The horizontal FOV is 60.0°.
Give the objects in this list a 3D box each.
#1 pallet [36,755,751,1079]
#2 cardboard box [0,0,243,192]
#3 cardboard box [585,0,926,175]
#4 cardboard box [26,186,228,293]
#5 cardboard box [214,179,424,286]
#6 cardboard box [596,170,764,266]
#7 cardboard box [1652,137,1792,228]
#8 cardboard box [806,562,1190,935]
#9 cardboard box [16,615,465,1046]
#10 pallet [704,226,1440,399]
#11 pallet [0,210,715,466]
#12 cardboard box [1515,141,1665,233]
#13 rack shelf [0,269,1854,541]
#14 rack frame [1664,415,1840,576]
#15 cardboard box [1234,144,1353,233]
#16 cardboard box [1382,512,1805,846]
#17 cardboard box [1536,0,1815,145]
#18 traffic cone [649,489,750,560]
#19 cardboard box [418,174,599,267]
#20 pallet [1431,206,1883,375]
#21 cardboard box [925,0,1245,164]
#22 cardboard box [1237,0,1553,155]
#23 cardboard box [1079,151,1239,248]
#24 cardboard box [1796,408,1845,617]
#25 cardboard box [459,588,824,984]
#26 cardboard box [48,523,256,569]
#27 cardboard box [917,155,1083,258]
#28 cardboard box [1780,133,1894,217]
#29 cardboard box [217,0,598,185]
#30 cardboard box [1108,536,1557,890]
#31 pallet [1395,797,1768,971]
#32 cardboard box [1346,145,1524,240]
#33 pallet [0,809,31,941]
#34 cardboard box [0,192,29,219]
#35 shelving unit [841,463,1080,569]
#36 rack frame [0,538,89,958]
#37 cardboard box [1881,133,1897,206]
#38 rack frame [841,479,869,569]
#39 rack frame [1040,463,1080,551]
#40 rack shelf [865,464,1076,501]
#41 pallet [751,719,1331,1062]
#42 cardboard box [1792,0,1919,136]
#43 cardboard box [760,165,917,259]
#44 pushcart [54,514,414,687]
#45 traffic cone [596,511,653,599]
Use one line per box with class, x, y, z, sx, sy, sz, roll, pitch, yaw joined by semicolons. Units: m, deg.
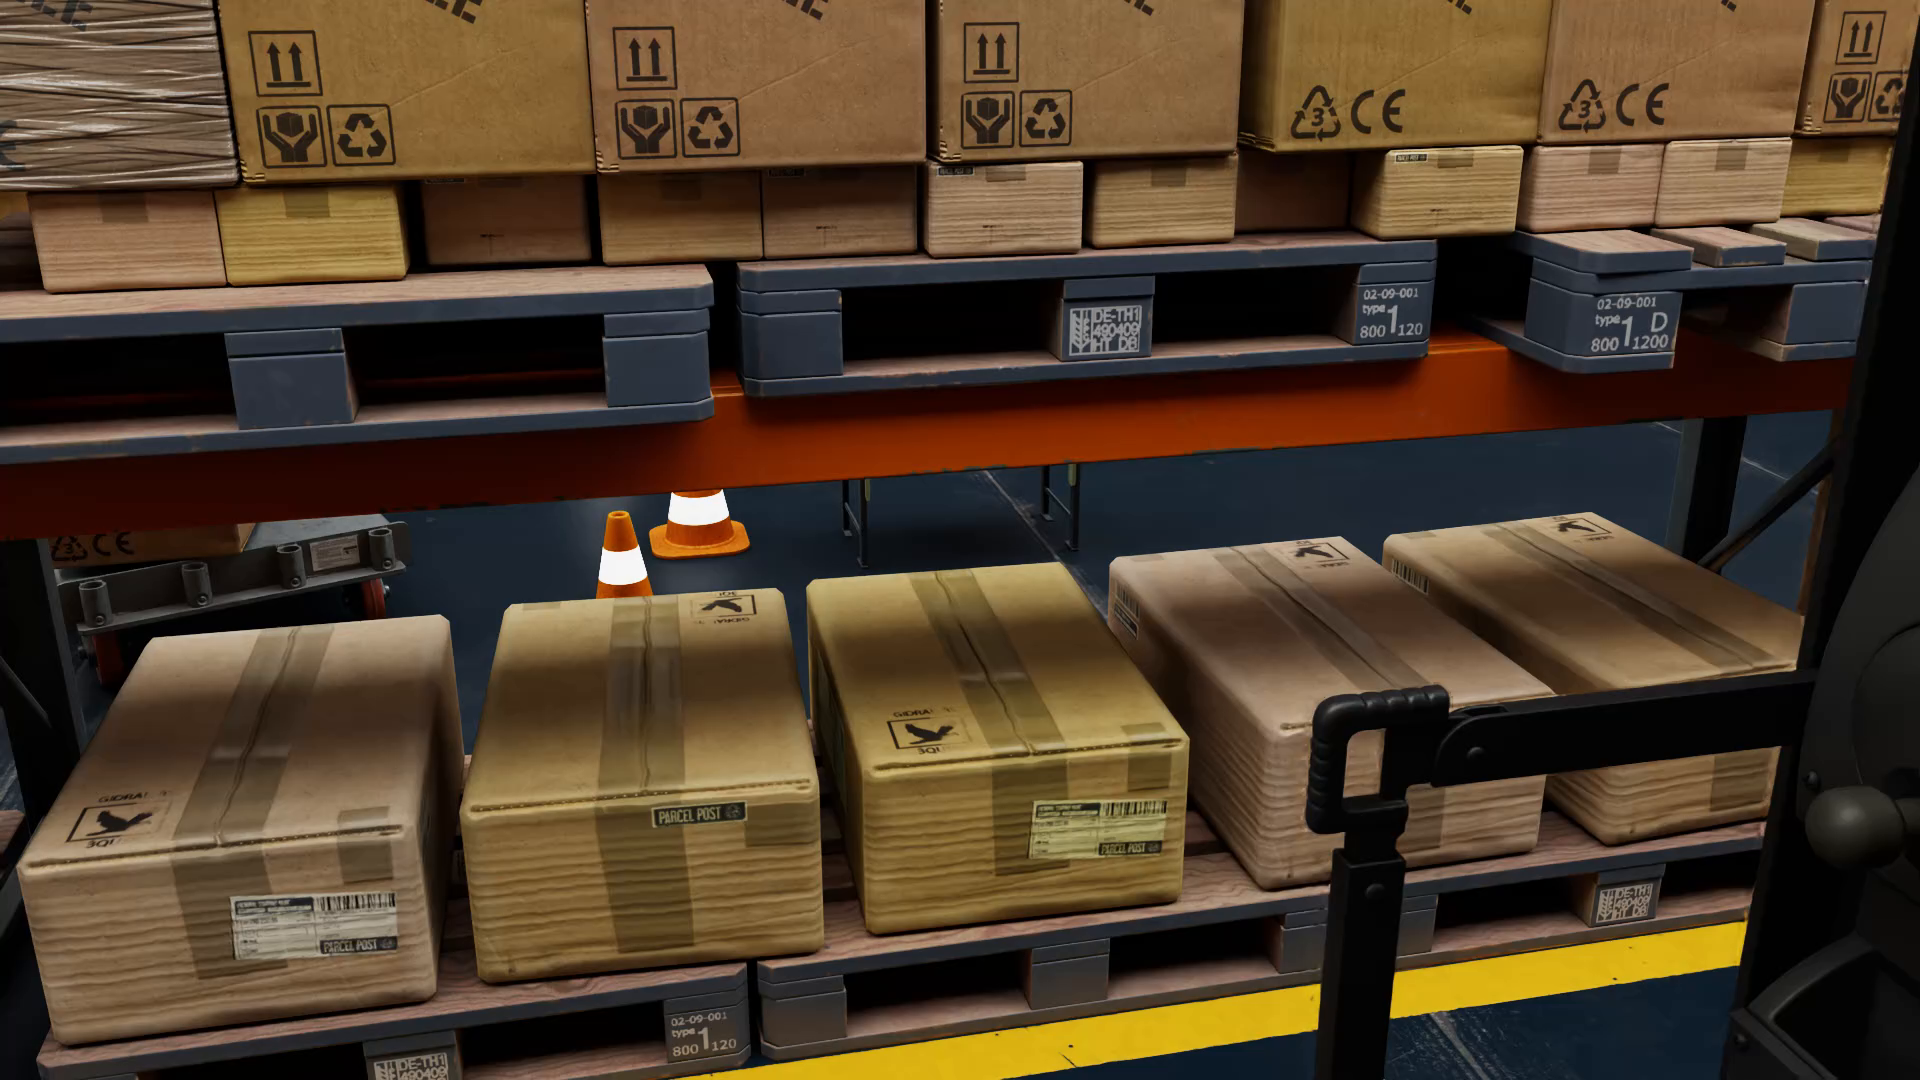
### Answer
pallet;-1.089;0.768;3.412;1.213;0.211;1.003;-5;21;-12
cardboard box;-1.324;-0.804;2.461;0.500;0.500;0.500;-4;21;-11
cardboard box;-0.353;-0.879;2.664;0.500;0.500;0.500;-5;21;-13
cardboard box;-1.236;-0.497;2.564;0.250;0.149;0.380;-4;21;-12
cardboard box;-0.991;-0.513;2.610;0.250;0.149;0.380;-4;21;-11
cardboard box;-0.473;-0.568;2.758;0.250;0.149;0.380;-4;21;-12
cardboard box;1.302;-0.690;3.092;0.250;0.149;0.380;-5;21;-13
cardboard box;0.038;0.401;3.568;0.625;0.372;0.950;-4;20;-11
cardboard box;-1.337;0.515;3.258;0.625;0.372;0.950;-4;21;-12
pallet;0.129;-0.536;3.194;1.213;0.211;1.003;-5;21;-12
pallet;-1.069;-0.401;2.828;1.213;0.211;1.003;-5;21;-12
cardboard box;1.055;-0.673;3.045;0.250;0.149;0.380;-6;21;-15
rack shelf;0.100;-0.300;3.318;4.000;0.370;1.077;-5;21;-12
rack frame;2.046;-0.796;3.627;0.127;3.000;1.000;-5;21;-12
cardboard box;0.517;-0.669;3.034;0.250;0.149;0.380;-4;21;-12
cardboard box;1.494;0.282;3.893;0.625;0.372;0.950;-6;21;-16
cardboard box;1.167;-1.006;3.012;0.500;0.500;0.500;-5;21;-13
traffic cone;-0.910;-0.213;5.722;0.334;0.463;0.336;-5;21;-12
cardboard box;-0.733;-0.561;2.741;0.250;0.149;0.380;-3;20;-9
pallet;1.377;-0.614;3.408;1.003;0.211;1.213;-5;21;-12
cardboard box;0.145;-0.923;2.785;0.500;0.500;0.500;-6;21;-15
cardboard box;0.676;-0.966;2.902;0.500;0.500;0.500;-6;21;-16
cardboard box;0.292;-0.621;2.905;0.250;0.149;0.380;-5;21;-14
cardboard box;2.737;-0.022;3.993;0.875;0.875;0.875;-5;21;-13
cardboard box;-0.638;0.457;3.416;0.625;0.372;0.950;-3;20;-9
cardboard box;-2.285;-0.255;4.682;0.500;0.500;0.500;-5;21;-12
cardboard box;0.039;-0.590;2.820;0.250;0.149;0.380;-4;20;-10
cardboard box;1.537;-0.725;3.188;0.250;0.149;0.380;-4;21;-12
cardboard box;-0.837;-0.844;2.570;0.500;0.500;0.500;-5;21;-12
cardboard box;0.778;0.343;3.727;0.625;0.372;0.950;-5;21;-14
pallet;1.285;0.575;3.939;1.213;0.211;1.003;-5;21;-12
cardboard box;0.791;-0.646;2.973;0.250;0.149;0.380;-4;21;-12
pallet;-2.492;0.895;3.065;1.213;0.211;1.003;-5;21;-12
cardboard box;-3.712;-1.301;7.485;0.875;0.875;0.875;-4;21;-12
shelving unit;-0.006;-0.704;5.555;0.755;1.500;0.431;-5;21;-12
rack frame;-1.847;-0.479;2.762;0.127;3.000;1.000;-5;21;-12
cardboard box;1.781;-0.770;3.312;0.250;0.149;0.380;-4;20;-10
rack frame;-0.363;-0.675;5.476;0.023;1.500;0.400;-5;21;-12
rack frame;0.350;-0.733;5.634;0.023;1.500;0.400;-5;21;-12
rack shelf;-0.006;-0.398;5.667;0.720;0.370;0.431;-5;21;-12
pallet;0.100;0.670;3.678;1.213;0.211;1.003;-5;21;-12
cardboard box;1.668;-1.051;3.134;0.500;0.500;0.500;-5;21;-14
cardboard box;-0.232;-0.587;2.810;0.250;0.149;0.380;-4;21;-12
pushcart;-2.420;-0.007;5.286;0.936;0.377;1.648;-13;24;-31
traffic cone;-0.962;0.145;4.746;0.334;0.463;0.336;-5;21;-12
